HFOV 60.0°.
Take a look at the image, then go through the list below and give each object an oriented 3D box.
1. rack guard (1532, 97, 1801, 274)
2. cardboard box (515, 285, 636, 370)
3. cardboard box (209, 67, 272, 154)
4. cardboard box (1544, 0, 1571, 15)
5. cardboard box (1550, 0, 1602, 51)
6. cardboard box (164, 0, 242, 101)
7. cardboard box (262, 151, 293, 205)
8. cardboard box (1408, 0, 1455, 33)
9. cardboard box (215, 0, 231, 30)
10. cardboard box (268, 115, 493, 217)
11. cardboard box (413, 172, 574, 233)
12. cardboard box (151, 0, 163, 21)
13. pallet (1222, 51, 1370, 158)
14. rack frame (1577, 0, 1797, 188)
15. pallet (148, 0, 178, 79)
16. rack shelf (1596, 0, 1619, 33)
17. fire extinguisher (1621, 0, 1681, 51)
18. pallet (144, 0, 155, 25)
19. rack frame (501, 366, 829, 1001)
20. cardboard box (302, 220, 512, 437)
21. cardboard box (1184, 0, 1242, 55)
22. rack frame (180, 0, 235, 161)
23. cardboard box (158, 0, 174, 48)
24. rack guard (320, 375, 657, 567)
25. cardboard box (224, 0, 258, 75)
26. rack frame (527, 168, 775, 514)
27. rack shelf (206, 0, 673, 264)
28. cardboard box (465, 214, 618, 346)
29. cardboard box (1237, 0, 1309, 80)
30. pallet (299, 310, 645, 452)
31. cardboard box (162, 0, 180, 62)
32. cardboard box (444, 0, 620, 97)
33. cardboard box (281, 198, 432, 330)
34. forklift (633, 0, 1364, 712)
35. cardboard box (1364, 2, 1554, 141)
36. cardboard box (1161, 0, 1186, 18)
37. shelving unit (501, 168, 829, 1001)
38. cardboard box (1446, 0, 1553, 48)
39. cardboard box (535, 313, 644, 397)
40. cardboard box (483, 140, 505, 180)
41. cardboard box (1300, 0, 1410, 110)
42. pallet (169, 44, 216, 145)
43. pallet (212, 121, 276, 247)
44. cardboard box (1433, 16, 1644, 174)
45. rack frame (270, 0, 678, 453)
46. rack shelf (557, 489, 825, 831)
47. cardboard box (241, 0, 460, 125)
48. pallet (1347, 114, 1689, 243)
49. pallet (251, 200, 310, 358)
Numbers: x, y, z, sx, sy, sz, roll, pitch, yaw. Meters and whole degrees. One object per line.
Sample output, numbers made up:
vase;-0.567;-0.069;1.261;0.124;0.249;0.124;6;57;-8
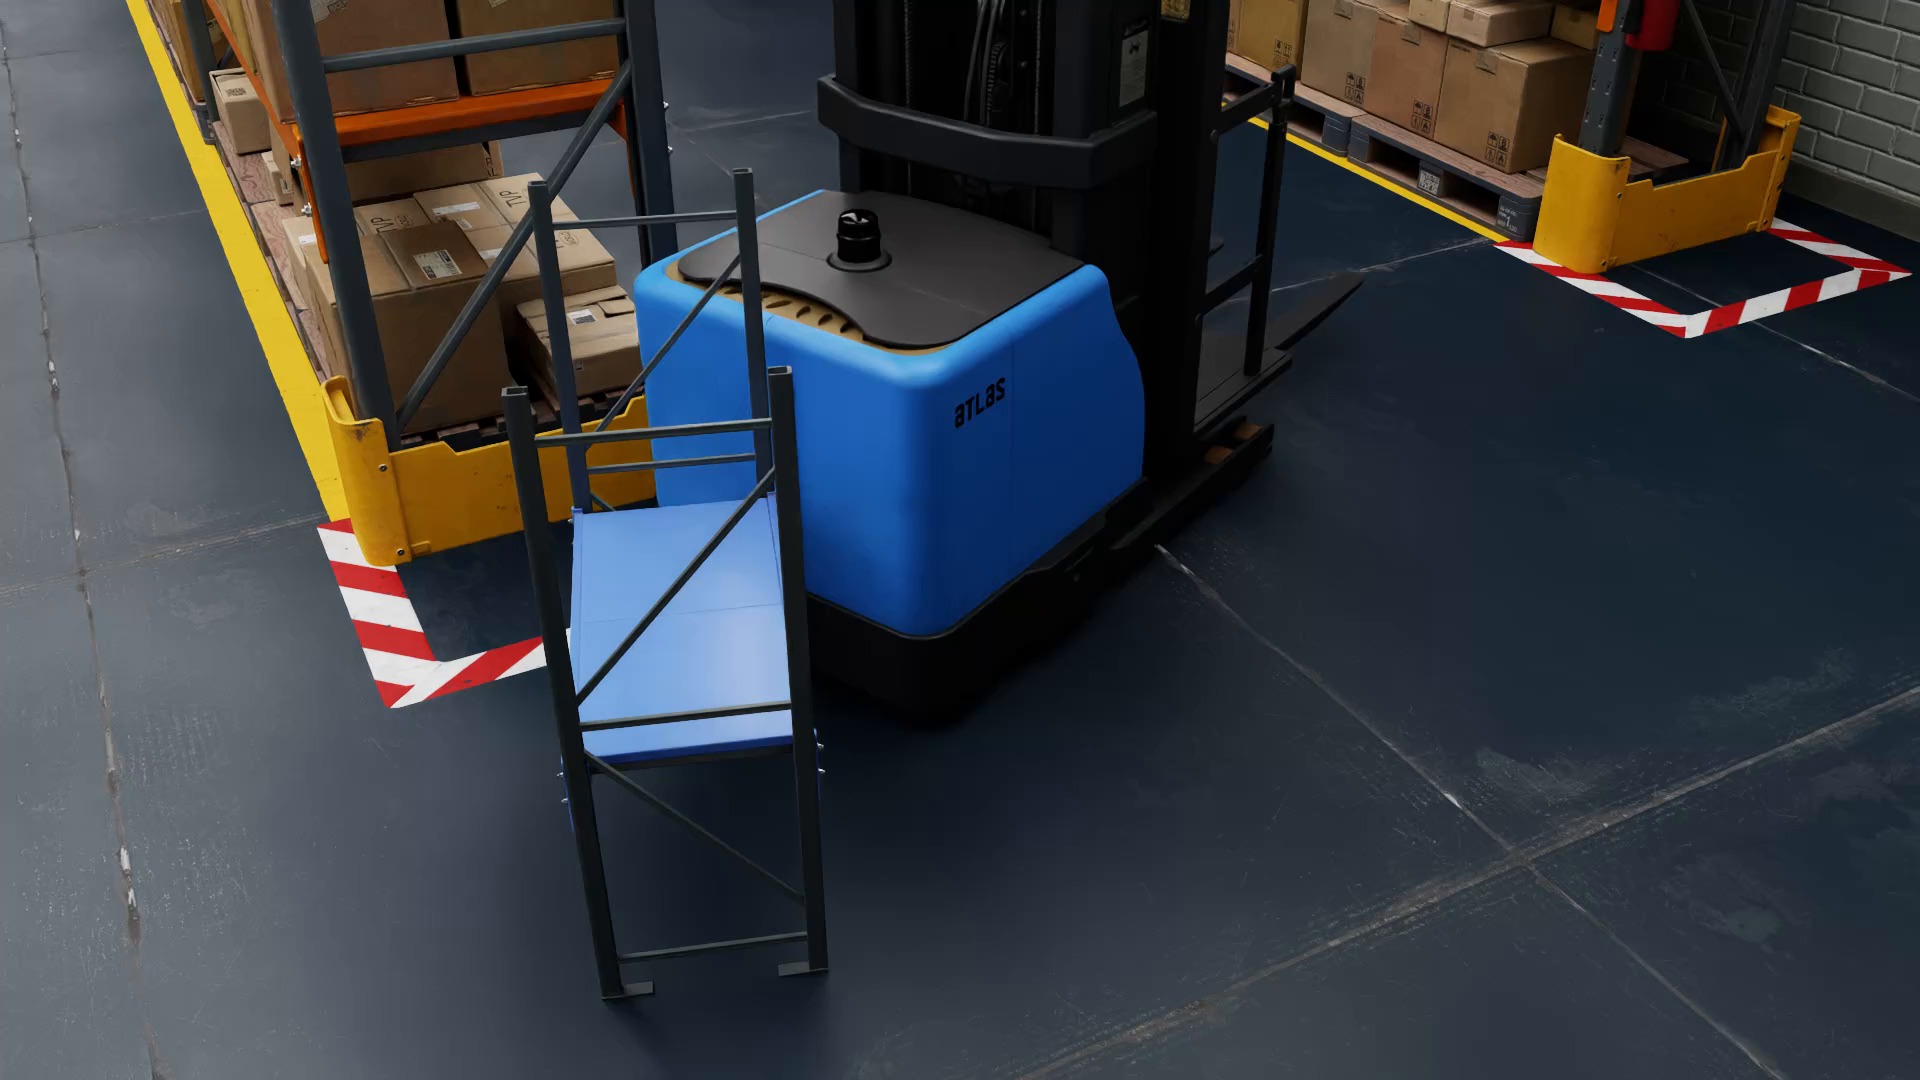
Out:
rack guard;3.057;-1.544;7.196;1.175;0.500;0.348;-16;36;-23
cardboard box;-1.343;-0.758;5.871;0.380;0.166;0.250;-16;36;-23
cardboard box;-3.196;-2.067;7.781;0.500;0.311;0.500;-16;36;-23
cardboard box;2.629;-2.546;7.771;0.380;0.149;0.250;-16;36;-23
cardboard box;2.866;-2.305;7.394;0.380;0.149;0.250;-16;36;-23
cardboard box;-3.684;-2.565;8.383;0.500;0.500;0.500;-16;36;-23
cardboard box;-2.783;-1.596;7.180;0.380;0.166;0.250;-16;36;-23
cardboard box;2.290;-2.452;7.622;0.380;0.149;0.250;-15;36;-22
cardboard box;-2.257;-2.034;5.551;0.500;0.500;0.500;-16;36;-23
cardboard box;-2.319;-1.508;6.729;0.797;0.503;0.637;-16;36;-23
cardboard box;-1.804;-1.196;6.477;0.500;0.250;0.500;-16;36;-23
cardboard box;-4.379;-3.285;9.506;0.500;0.500;0.500;-17;36;-25
pallet;2.039;-2.377;8.765;1.003;0.211;1.213;-16;36;-23
rack frame;3.046;-2.608;6.540;1.000;3.000;0.127;-16;36;-23
pallet;-4.185;-3.057;9.825;1.003;0.211;1.213;-16;36;-23
rack shelf;2.113;-3.259;8.224;1.077;0.370;4.000;-16;36;-23
fire extinguisher;2.708;-2.230;6.368;0.296;0.674;0.183;-16;36;-23
pallet;-4.750;-3.638;10.733;1.003;0.211;1.213;-16;36;-23
rack frame;-0.544;0.353;3.309;0.500;1.500;0.032;-5;33;-8
cardboard box;-1.806;-0.690;5.456;0.500;0.500;0.500;-16;36;-23
cardboard box;1.670;-3.018;9.108;0.700;0.500;0.500;-16;36;-24
rack frame;-3.200;-3.269;7.572;1.000;3.000;0.127;-16;36;-23
cardboard box;-4.140;-3.043;9.128;0.500;0.500;0.500;-15;36;-23
rack guard;-1.370;-0.344;5.323;1.175;0.500;0.348;-16;36;-23
cardboard box;-2.030;-1.794;5.177;0.500;0.500;0.500;-16;36;-23
rack frame;-0.719;-0.187;4.152;0.500;1.500;0.032;-5;33;-8
rack shelf;-2.267;-2.012;6.276;1.077;0.370;4.000;-16;36;-23
cardboard box;-1.571;-0.957;6.104;0.500;0.250;0.500;-16;36;-23
cardboard box;1.907;-2.772;8.725;0.700;0.500;0.500;-15;36;-22
pallet;-1.743;-0.602;5.995;1.003;0.211;1.213;-16;36;-23
cardboard box;-3.907;-2.803;8.754;0.500;0.500;0.500;-16;36;-23
cardboard box;-1.309;-1.680;5.000;0.500;0.500;0.500;-15;36;-22
cardboard box;-2.223;-1.046;6.243;0.500;0.250;0.500;-16;36;-23
forklift;0.400;-1.519;4.904;1.130;2.935;3.031;22;39;30
cardboard box;2.397;-2.280;7.956;0.700;0.500;0.500;-16;36;-23
cardboard box;1.439;-3.258;9.483;0.700;0.500;0.500;-15;36;-23
shelving unit;-0.632;0.083;3.730;0.538;1.500;1.048;-5;33;-8
cardboard box;2.410;-2.330;7.432;0.380;0.149;0.250;-16;36;-24
cardboard box;-1.226;-0.631;5.690;0.380;0.149;0.250;-16;36;-23
cardboard box;-2.334;-1.764;7.307;0.500;0.311;0.500;-16;36;-23
cardboard box;2.162;-2.520;8.330;0.700;0.500;0.500;-17;36;-25
pallet;-3.613;-2.474;8.915;1.003;0.211;1.213;-16;36;-23
pallet;-2.881;-1.767;7.812;1.003;0.211;1.213;-16;36;-23
cardboard box;2.631;-2.041;7.583;0.700;0.500;0.500;-16;36;-23
rack frame;-1.335;-1.360;4.592;1.000;3.000;0.127;-16;36;-23
rack shelf;-0.632;0.234;3.827;0.538;0.185;1.000;-5;33;-8
cardboard box;-1.785;-1.548;4.792;0.500;0.500;0.500;-15;35;-22
pallet;2.604;-1.796;7.857;1.003;0.211;1.213;-16;36;-23
pallet;-2.308;-1.184;6.902;1.003;0.211;1.213;-16;36;-23
